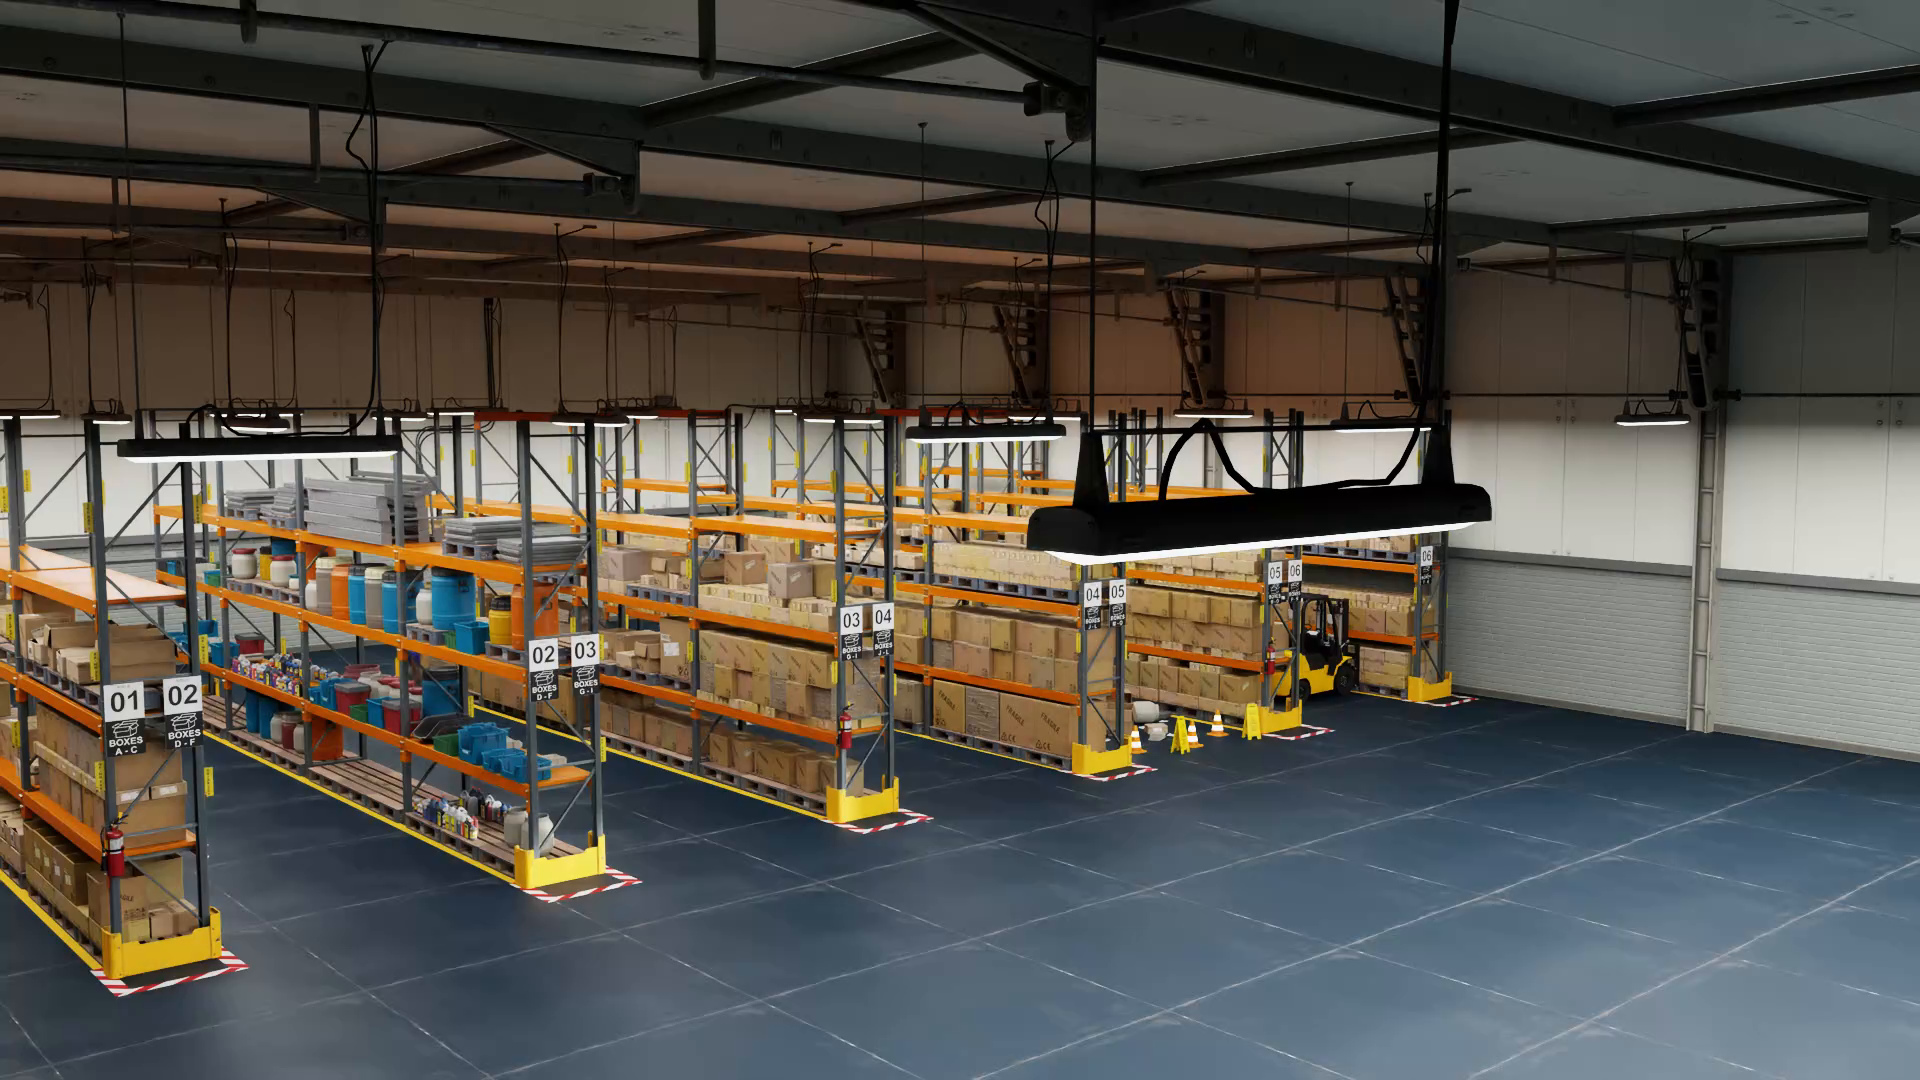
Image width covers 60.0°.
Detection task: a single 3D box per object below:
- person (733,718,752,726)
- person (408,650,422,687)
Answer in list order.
[{"bbox_3d":[-4.155,2.713,31.769,0.351,1.671,0.505,-2,5,-19],"label":"person"},{"bbox_3d":[-10.781,2.655,32.803,0.354,1.686,0.473,-5,7,-44],"label":"person"}]
